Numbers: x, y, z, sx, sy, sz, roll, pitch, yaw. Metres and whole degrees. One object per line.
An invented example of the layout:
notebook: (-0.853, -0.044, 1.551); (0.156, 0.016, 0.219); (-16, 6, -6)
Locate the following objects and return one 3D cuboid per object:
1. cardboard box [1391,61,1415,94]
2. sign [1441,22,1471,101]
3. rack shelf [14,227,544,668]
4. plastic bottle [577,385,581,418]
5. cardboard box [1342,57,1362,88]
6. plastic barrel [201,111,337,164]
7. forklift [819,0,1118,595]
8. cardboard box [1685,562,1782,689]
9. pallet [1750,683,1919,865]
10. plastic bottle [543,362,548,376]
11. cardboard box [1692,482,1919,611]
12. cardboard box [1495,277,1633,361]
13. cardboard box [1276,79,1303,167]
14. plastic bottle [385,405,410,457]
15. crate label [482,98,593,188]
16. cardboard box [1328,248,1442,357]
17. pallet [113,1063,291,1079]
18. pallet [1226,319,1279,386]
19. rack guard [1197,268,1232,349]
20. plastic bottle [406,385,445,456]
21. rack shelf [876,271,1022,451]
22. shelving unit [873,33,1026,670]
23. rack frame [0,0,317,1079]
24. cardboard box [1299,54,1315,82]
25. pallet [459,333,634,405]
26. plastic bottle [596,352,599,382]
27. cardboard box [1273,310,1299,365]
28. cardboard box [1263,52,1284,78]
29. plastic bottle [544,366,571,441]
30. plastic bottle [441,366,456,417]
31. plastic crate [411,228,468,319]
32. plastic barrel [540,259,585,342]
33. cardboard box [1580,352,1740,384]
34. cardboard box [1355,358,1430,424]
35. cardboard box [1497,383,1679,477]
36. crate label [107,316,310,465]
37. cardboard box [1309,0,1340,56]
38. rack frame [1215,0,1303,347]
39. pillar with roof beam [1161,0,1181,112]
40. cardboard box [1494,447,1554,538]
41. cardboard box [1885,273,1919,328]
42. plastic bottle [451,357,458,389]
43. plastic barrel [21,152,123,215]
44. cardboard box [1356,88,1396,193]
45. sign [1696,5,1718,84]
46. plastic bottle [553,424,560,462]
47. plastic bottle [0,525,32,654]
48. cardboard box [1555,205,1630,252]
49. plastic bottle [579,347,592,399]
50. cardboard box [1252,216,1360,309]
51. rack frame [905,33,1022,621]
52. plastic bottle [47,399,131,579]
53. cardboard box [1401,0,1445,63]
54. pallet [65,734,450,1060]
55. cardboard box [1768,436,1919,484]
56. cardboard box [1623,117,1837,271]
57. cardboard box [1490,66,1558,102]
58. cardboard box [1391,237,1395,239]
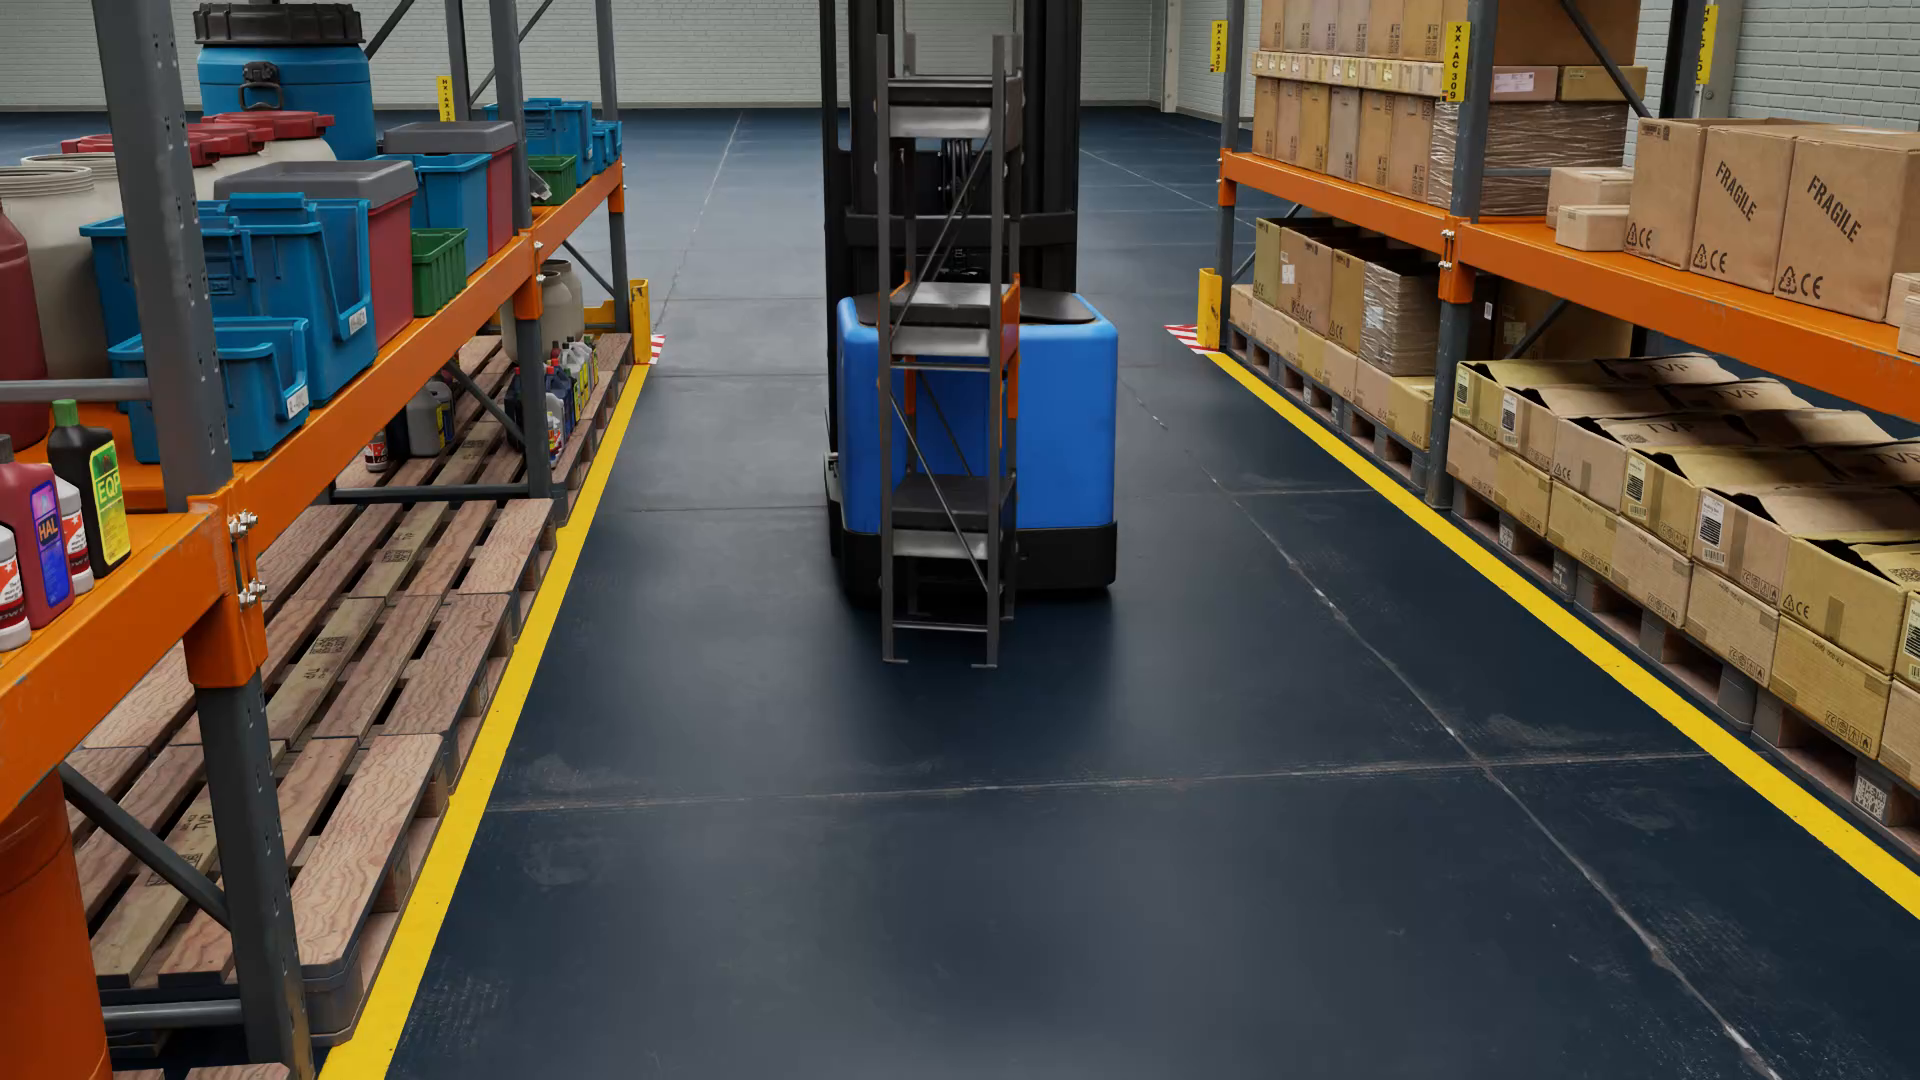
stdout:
cardboard box: (2.334, -2.259, 8.115); (0.380, 0.149, 0.250); (-2, 18, -6)
sign: (2.104, -2.031, 7.060); (0.100, 0.325, 0.005); (-2, 18, -6)
rack shelf: (-2.065, -0.506, 4.983); (1.077, 0.370, 4.000); (-2, 18, -6)
plastic bottle: (-1.967, -0.715, 8.384); (0.097, 0.201, 0.097); (0, 17, 0)
cardboard box: (2.255, -2.486, 8.839); (0.380, 0.149, 0.250); (-1, 17, -4)
plastic barrel: (-2.391, -1.219, 5.824); (0.433, 0.535, 0.433); (0, 17, 0)
forklift: (-0.065, -1.586, 7.336); (1.130, 2.935, 3.031); (-2, 18, -6)
cardboard box: (2.666, 0.253, 5.252); (0.500, 0.250, 0.500); (-1, 17, -4)
pallet: (3.023, 0.678, 4.664); (1.003, 0.211, 1.213); (-2, 18, -6)
plastic bottle: (-2.150, -0.780, 8.467); (0.152, 0.276, 0.135); (-2, 18, -6)
cardboard box: (2.660, -0.015, 5.171); (0.500, 0.311, 0.500); (-2, 18, -6)
cardboard box: (2.920, -0.992, 7.965); (0.500, 0.500, 0.500); (-2, 18, -6)
cardboard box: (2.338, -2.541, 10.096); (0.700, 0.500, 0.500); (-1, 17, -4)
plastic bottle: (-2.624, -0.575, 7.687); (0.144, 0.351, 0.185); (-2, 18, -7)
crate label: (-2.225, -2.114, 8.844); (0.502, 0.435, 0.616); (-2, 18, -6)
cardboard box: (2.296, -1.273, 8.863); (0.500, 0.500, 0.500); (-2, 18, -6)
pallet: (-1.736, 1.310, 2.651); (1.003, 0.211, 1.213); (-2, 18, -6)
pallet: (2.364, -1.232, 10.750); (1.003, 0.211, 1.213); (-2, 18, -6)
rack guard: (2.241, -1.604, 11.451); (1.175, 0.500, 0.348); (-2, 18, -6)
plastic bottle: (-2.481, -0.579, 7.702); (0.144, 0.351, 0.185); (-2, 18, -6)
rack shelf: (-0.029, -0.624, 5.701); (0.431, 0.518, 0.480); (3, 18, 8)
shelving unit: (-0.029, -0.637, 5.697); (0.431, 2.100, 0.503); (3, 18, 8)
rack frame: (-1.859, -0.254, 2.978); (1.000, 3.000, 0.127); (-2, 18, -6)
cardboard box: (2.178, -2.715, 9.568); (0.380, 0.149, 0.250); (-2, 18, -7)
pallet: (-2.551, -1.043, 10.148); (1.003, 0.211, 1.213); (-2, 18, -6)
plastic bottle: (-2.058, -0.978, 9.223); (0.097, 0.201, 0.097); (0, 17, 0)
cardboard box: (2.184, -1.213, 9.923); (0.500, 0.250, 0.500); (-2, 18, -6)
cardboard box: (2.100, -2.944, 10.298); (0.380, 0.149, 0.250); (-2, 18, -7)
plastic bottle: (-1.942, -0.645, 7.911); (0.144, 0.351, 0.185); (-1, 17, -4)
plastic bottle: (-2.584, -0.748, 8.352); (0.061, 0.283, 0.133); (-2, 18, -6)
plastic crate: (-1.811, -0.834, 5.180); (0.450, 0.188, 0.662); (-2, 18, -6)
plastic barrel: (-2.540, -1.457, 10.262); (0.421, 0.512, 0.421); (0, 17, 0)
cardboard box: (2.983, -0.642, 7.166); (0.500, 0.311, 0.500); (-2, 18, -6)
cardboard box: (2.349, -0.767, 8.501); (0.500, 0.250, 0.500); (-2, 18, -6)
cardboard box: (2.497, -0.473, 6.630); (0.500, 0.311, 0.500); (-2, 18, -6)
crate label: (-1.529, -0.311, 3.439); (0.303, 0.233, 0.416); (-2, 18, -6)
cardboard box: (2.397, -2.994, 9.373); (0.700, 0.500, 0.500); (-2, 18, -5)
rack frame: (2.243, -2.789, 11.054); (1.000, 3.000, 0.127); (-2, 18, -6)
pillar with roof beam: (0.727, -14.429, 38.113); (9.100, 9.000, 0.400); (-2, 18, -6)
cardboard box: (2.503, -0.206, 6.714); (0.500, 0.250, 0.500); (-1, 17, -4)
cardboard box: (2.881, -0.664, 4.704); (0.380, 0.149, 0.250); (0, 17, -2)
plastic bottle: (-2.796, -0.931, 9.073); (0.097, 0.201, 0.097); (0, 17, 0)
plastic barrel: (-2.221, -0.733, 4.316); (0.421, 0.512, 0.421); (0, 17, 0)
cardboard box: (2.495, -2.084, 8.639); (0.700, 0.500, 0.500); (-2, 17, -5)
sign: (3.195, -2.132, 7.159); (0.100, 0.325, 0.005); (-2, 18, -6)
plastic bottle: (-1.879, -0.459, 7.569); (0.097, 0.201, 0.097); (0, 17, 0)
plastic bottle: (-1.375, 0.052, 2.335); (0.097, 0.201, 0.097); (0, 17, 0)
cardboard box: (2.544, -1.207, 6.434); (0.380, 0.149, 0.250); (-2, 18, -6)
plastic bottle: (-2.045, -0.897, 8.838); (0.152, 0.276, 0.135); (-2, 18, -7)
cardboard box: (2.131, -1.720, 10.285); (0.500, 0.500, 0.500); (-2, 18, -6)
rack frame: (0.007, -0.709, 5.928); (0.400, 2.100, 0.015); (3, 18, 8)
plastic bottle: (-1.393, -0.091, 2.653); (0.061, 0.283, 0.133); (-2, 18, -6)
cardboard box: (2.551, -2.547, 7.948); (0.700, 0.500, 0.500); (-2, 18, -6)
pallet: (-1.900, 0.845, 4.134); (1.003, 0.211, 1.213); (-2, 18, -6)
cardboard box: (3.140, -0.188, 5.722); (0.500, 0.311, 0.500); (-2, 18, -6)
cardboard box: (2.773, -1.259, 6.012); (0.500, 0.500, 0.500); (-1, 17, -2)
cardboard box: (2.415, -2.029, 7.382); (0.380, 0.149, 0.250); (-2, 18, -6)
cardboard box: (2.713, -1.587, 9.863); (0.500, 0.500, 0.500); (-2, 18, -6)
